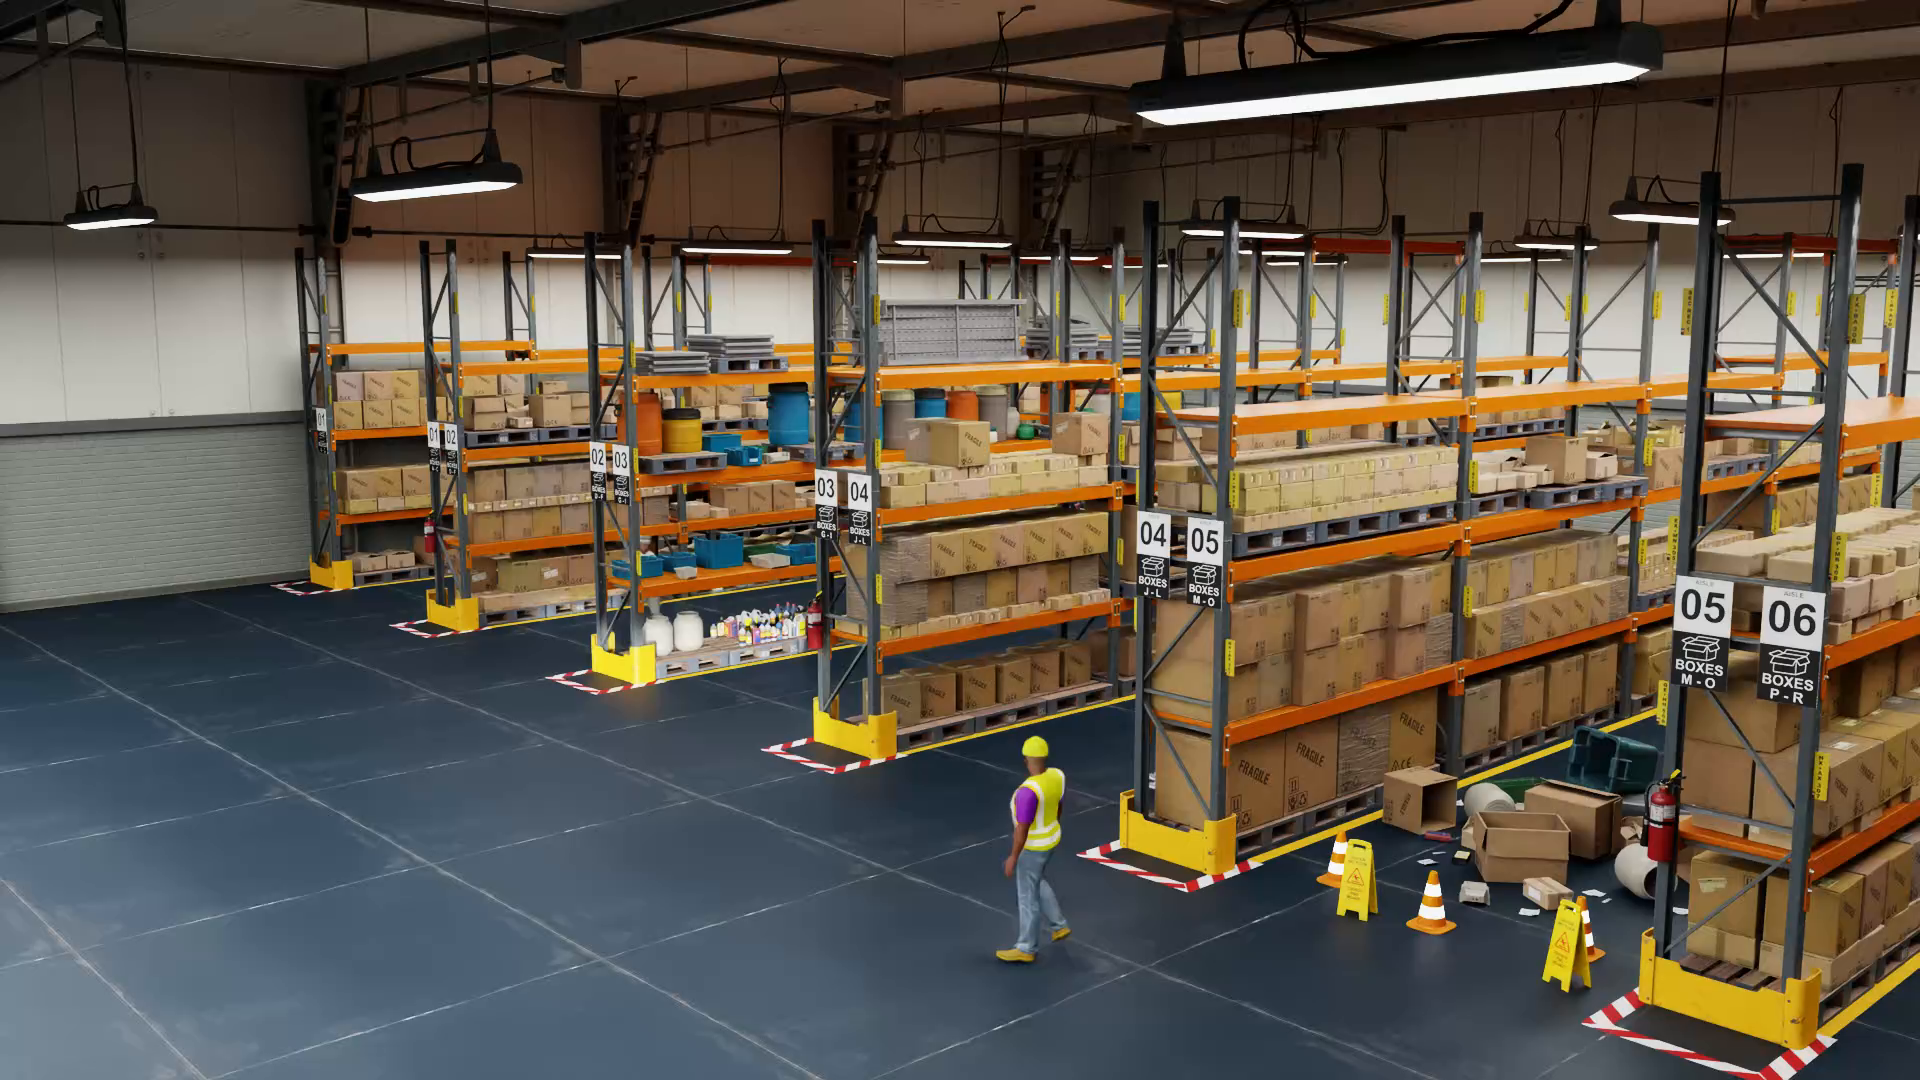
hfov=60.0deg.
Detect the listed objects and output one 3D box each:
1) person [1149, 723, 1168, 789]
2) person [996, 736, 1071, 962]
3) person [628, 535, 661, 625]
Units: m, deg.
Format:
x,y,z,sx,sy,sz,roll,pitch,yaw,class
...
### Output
x,y,z,sx,sy,sz,roll,pitch,yaw,class
2.153,1.821,17.524,0.372,1.583,0.454,5,10,29,person
0.592,2.390,13.015,0.494,1.767,0.656,4,9,23,person
-4.662,0.789,24.551,0.523,1.763,0.351,-5,10,-32,person
